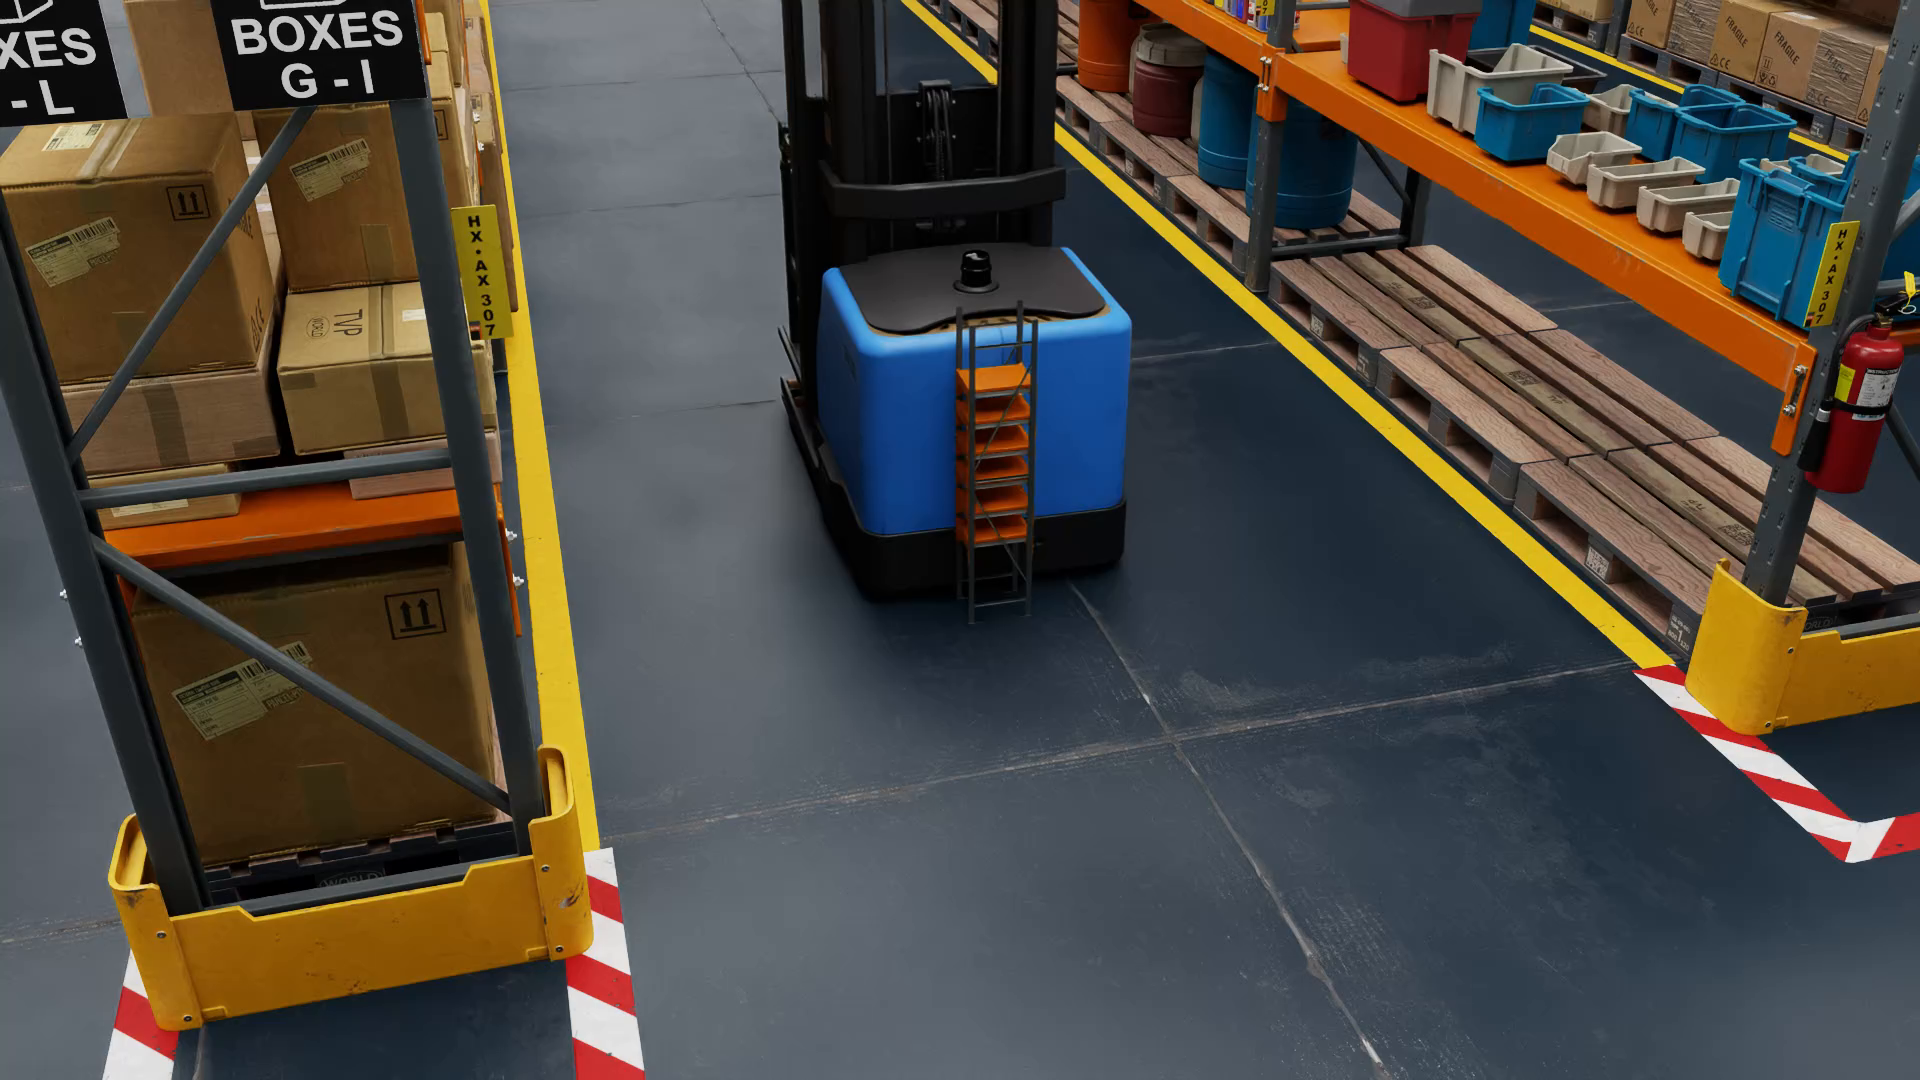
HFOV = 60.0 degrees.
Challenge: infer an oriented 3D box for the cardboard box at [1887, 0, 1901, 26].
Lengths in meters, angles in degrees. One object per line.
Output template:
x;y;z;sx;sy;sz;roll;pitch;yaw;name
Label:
6.680;-3.571;11.233;0.500;0.250;0.500;-8;31;-13;cardboard box

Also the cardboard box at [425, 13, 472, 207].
-1.794;-1.289;5.087;0.500;0.500;0.500;-9;31;-15;cardboard box

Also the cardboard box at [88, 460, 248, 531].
-2.063;-0.161;4.285;0.380;0.149;0.250;-7;31;-12;cardboard box

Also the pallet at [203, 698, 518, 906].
-1.939;0.689;5.348;1.003;0.211;1.213;-8;31;-13;pallet

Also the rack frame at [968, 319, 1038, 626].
0.148;-0.215;5.924;0.240;1.200;0.006;-7;31;-12;rack frame

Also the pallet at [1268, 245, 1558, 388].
2.295;-1.175;8.570;1.003;0.211;1.213;-8;31;-13;pallet

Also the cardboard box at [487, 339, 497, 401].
-1.565;-0.496;4.863;0.380;0.149;0.250;-9;31;-14;cardboard box

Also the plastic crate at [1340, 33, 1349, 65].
2.048;-2.400;8.106;0.396;0.136;0.243;-8;31;-13;plastic crate

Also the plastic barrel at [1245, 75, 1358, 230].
1.934;-2.271;9.355;0.600;0.901;0.708;-8;31;-13;plastic barrel

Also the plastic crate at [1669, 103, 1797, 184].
3.026;-1.553;6.546;0.416;0.233;0.300;-8;31;-13;plastic crate

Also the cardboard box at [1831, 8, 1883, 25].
6.534;-3.506;11.870;0.500;0.500;0.500;-9;31;-15;cardboard box

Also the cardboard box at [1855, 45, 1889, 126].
6.309;-2.938;10.887;0.500;0.500;0.500;-8;31;-13;cardboard box

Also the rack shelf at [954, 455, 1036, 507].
0.126;-0.221;6.023;0.258;0.103;0.180;-7;31;-12;rack shelf

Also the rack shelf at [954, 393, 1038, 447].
0.126;-0.429;5.903;0.258;0.103;0.180;-7;31;-12;rack shelf

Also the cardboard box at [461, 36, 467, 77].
-2.594;-2.372;7.755;0.500;0.500;0.500;-8;31;-13;cardboard box

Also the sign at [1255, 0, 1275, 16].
1.531;-2.780;8.282;0.100;0.325;0.005;-8;31;-13;sign

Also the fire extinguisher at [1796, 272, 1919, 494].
2.726;-0.472;5.021;0.296;0.674;0.183;-8;31;-13;fire extinguisher

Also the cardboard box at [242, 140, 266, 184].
-2.447;-1.146;5.589;0.500;0.250;0.500;-8;31;-13;cardboard box

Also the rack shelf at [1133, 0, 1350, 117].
1.531;-3.387;10.325;1.077;0.370;4.000;-8;31;-13;rack shelf

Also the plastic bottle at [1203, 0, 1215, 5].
1.454;-3.201;9.335;0.144;0.351;0.185;-8;31;-13;plastic bottle

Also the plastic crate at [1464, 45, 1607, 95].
2.618;-2.134;7.658;0.437;0.125;0.590;-8;31;-13;plastic crate

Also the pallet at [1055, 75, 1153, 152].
1.250;-3.082;11.864;1.003;0.211;1.213;-8;31;-13;pallet

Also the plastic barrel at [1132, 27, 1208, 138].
1.447;-3.023;10.966;0.600;0.588;0.708;-8;31;-13;plastic barrel

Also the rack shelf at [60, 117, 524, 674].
-2.182;-0.796;5.850;1.077;0.370;4.000;-8;31;-13;rack shelf

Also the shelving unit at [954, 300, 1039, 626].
0.126;-0.260;6.001;0.258;1.200;0.189;-7;31;-12;shelving unit

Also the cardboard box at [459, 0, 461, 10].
-3.003;-3.106;9.022;0.500;0.500;0.500;-7;31;-12;cardboard box

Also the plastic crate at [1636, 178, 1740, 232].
2.670;-1.224;6.074;0.396;0.136;0.243;-8;31;-13;plastic crate

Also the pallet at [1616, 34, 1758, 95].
5.939;-3.749;13.016;1.003;0.211;1.213;-8;31;-13;pallet

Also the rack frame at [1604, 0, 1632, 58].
5.777;-5.321;12.949;1.000;3.000;0.127;-8;31;-13;rack frame

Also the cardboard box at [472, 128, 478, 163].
-2.180;-1.613;6.793;0.380;0.149;0.250;-8;31;-14;cardboard box

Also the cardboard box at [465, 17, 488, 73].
-3.382;-2.500;9.777;1.225;0.875;0.875;-8;31;-13;cardboard box

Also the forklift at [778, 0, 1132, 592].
-0.211;-1.799;6.933;1.130;2.935;3.031;-7;31;-12;forklift

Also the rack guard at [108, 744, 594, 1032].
-1.645;0.952;4.607;1.175;0.500;0.348;-8;31;-13;rack guard

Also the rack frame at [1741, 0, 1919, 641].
3.124;-0.800;5.138;1.000;3.000;0.127;-8;31;-13;rack frame

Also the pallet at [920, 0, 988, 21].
0.185;-5.015;15.204;1.003;0.211;1.213;-8;31;-13;pallet

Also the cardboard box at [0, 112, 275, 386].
-2.034;-0.731;4.122;0.500;0.500;0.500;-7;31;-13;cardboard box

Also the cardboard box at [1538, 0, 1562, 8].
5.262;-4.783;14.345;0.500;0.250;0.500;-8;31;-14;cardboard box

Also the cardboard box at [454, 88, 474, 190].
-2.067;-1.463;6.136;0.500;0.250;0.500;-7;31;-12;cardboard box

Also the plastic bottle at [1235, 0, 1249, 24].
1.541;-2.935;8.943;0.061;0.283;0.133;-8;31;-13;plastic bottle

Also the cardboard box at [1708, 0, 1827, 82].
5.895;-3.677;12.164;0.500;0.500;0.500;-8;31;-14;cardboard box

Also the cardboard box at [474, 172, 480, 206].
-1.975;-1.241;6.150;0.380;0.149;0.250;-8;31;-14;cardboard box

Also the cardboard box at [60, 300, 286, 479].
-2.036;-0.404;4.307;0.500;0.250;0.500;-8;31;-14;cardboard box

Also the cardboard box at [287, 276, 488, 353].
-1.663;-0.724;4.859;0.500;0.250;0.500;-8;31;-14;cardboard box

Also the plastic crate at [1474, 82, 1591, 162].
2.332;-1.712;6.820;0.416;0.233;0.300;-8;31;-13;plastic crate
